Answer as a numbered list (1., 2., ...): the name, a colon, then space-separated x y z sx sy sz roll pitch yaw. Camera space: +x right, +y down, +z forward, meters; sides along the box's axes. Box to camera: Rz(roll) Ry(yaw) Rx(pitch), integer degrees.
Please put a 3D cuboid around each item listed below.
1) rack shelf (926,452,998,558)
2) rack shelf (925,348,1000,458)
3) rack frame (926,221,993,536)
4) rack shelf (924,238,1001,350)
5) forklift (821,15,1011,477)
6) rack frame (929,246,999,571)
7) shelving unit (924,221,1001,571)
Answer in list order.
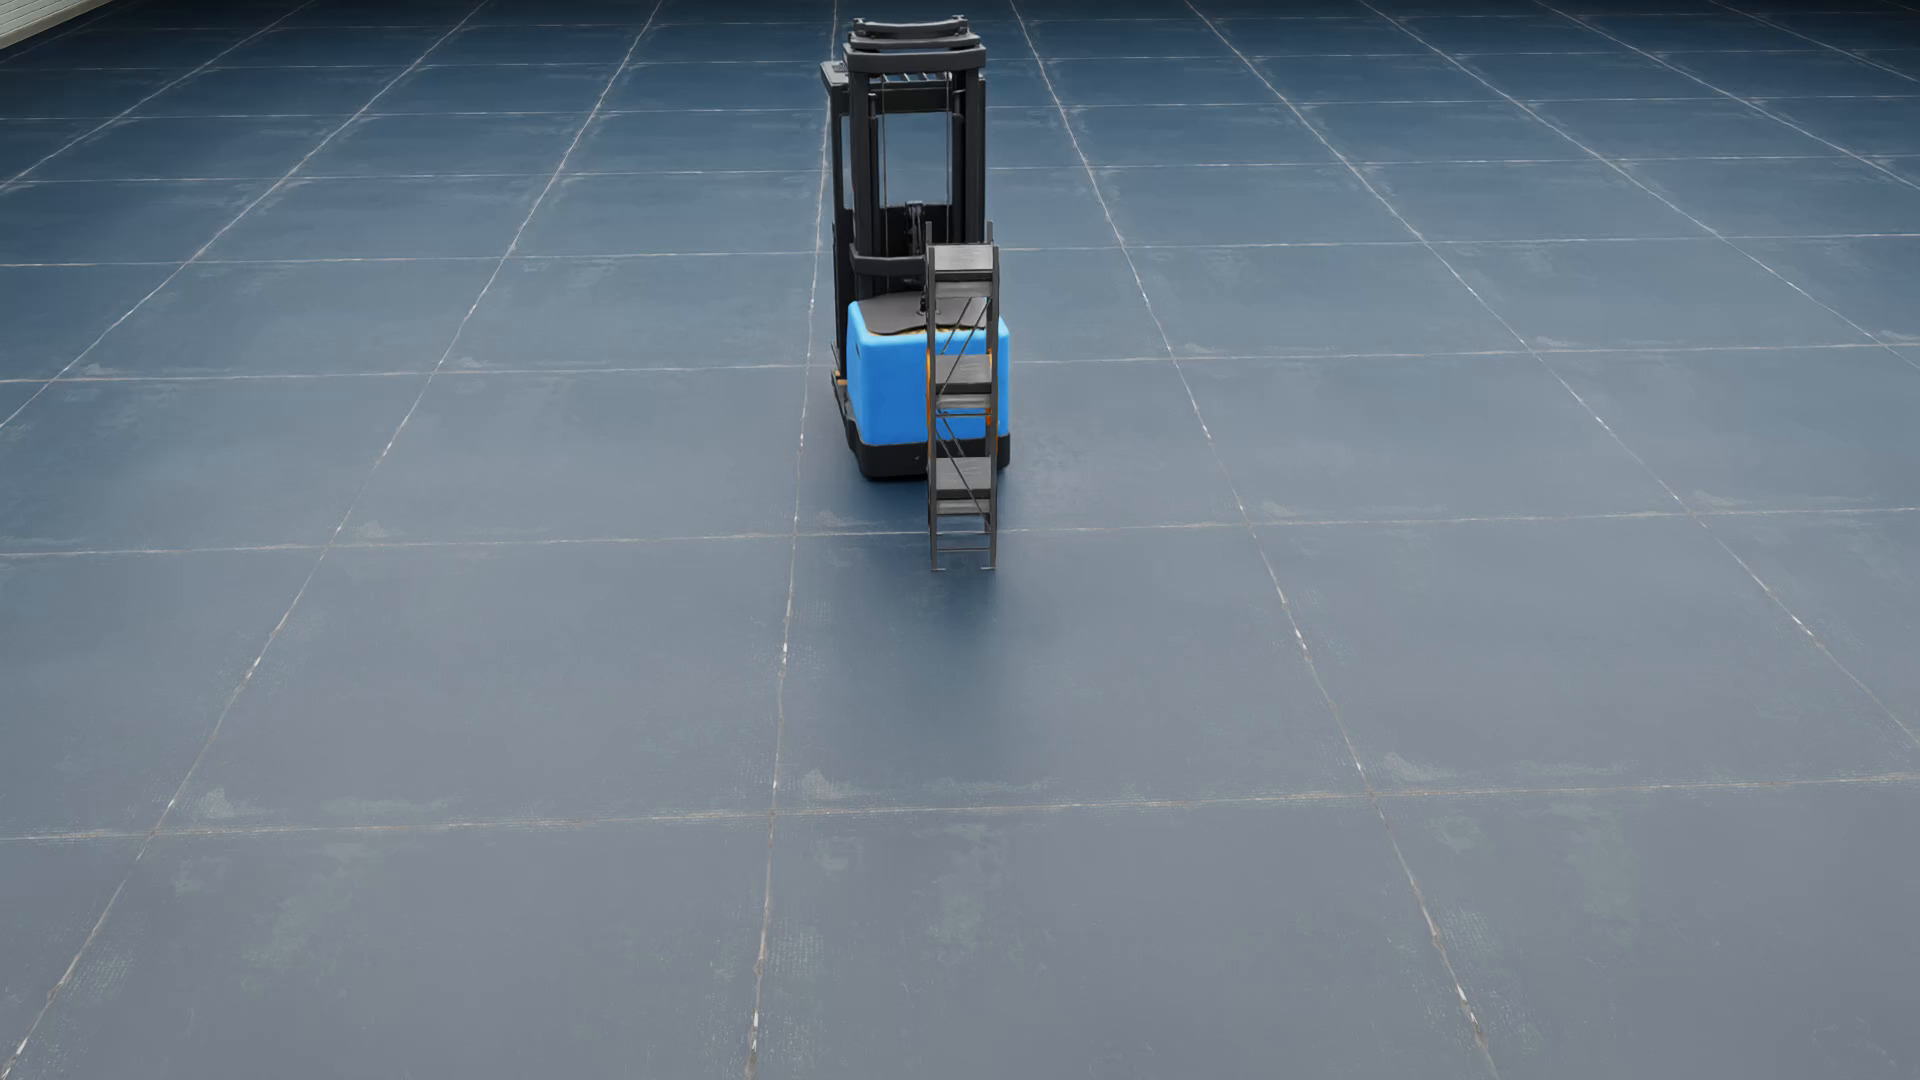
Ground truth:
1. rack shelf: 0.009 -0.222 10.510 0.431 0.518 0.480 -1 28 -3
2. rack shelf: 0.009 -0.842 10.186 0.431 0.518 0.480 -1 28 -3
3. rack frame: -0.004 -0.967 10.396 0.400 2.100 0.015 -1 28 -3
4. rack shelf: 0.009 -1.463 9.863 0.431 0.518 0.480 -1 28 -3
5. forklift: -0.404 -2.392 12.229 1.130 2.935 3.031 -5 28 -9
6. rack frame: 0.021 -0.742 9.964 0.400 2.100 0.015 -1 28 -3
7. shelving unit: 0.009 -0.855 10.180 0.431 2.100 0.503 -1 28 -3
